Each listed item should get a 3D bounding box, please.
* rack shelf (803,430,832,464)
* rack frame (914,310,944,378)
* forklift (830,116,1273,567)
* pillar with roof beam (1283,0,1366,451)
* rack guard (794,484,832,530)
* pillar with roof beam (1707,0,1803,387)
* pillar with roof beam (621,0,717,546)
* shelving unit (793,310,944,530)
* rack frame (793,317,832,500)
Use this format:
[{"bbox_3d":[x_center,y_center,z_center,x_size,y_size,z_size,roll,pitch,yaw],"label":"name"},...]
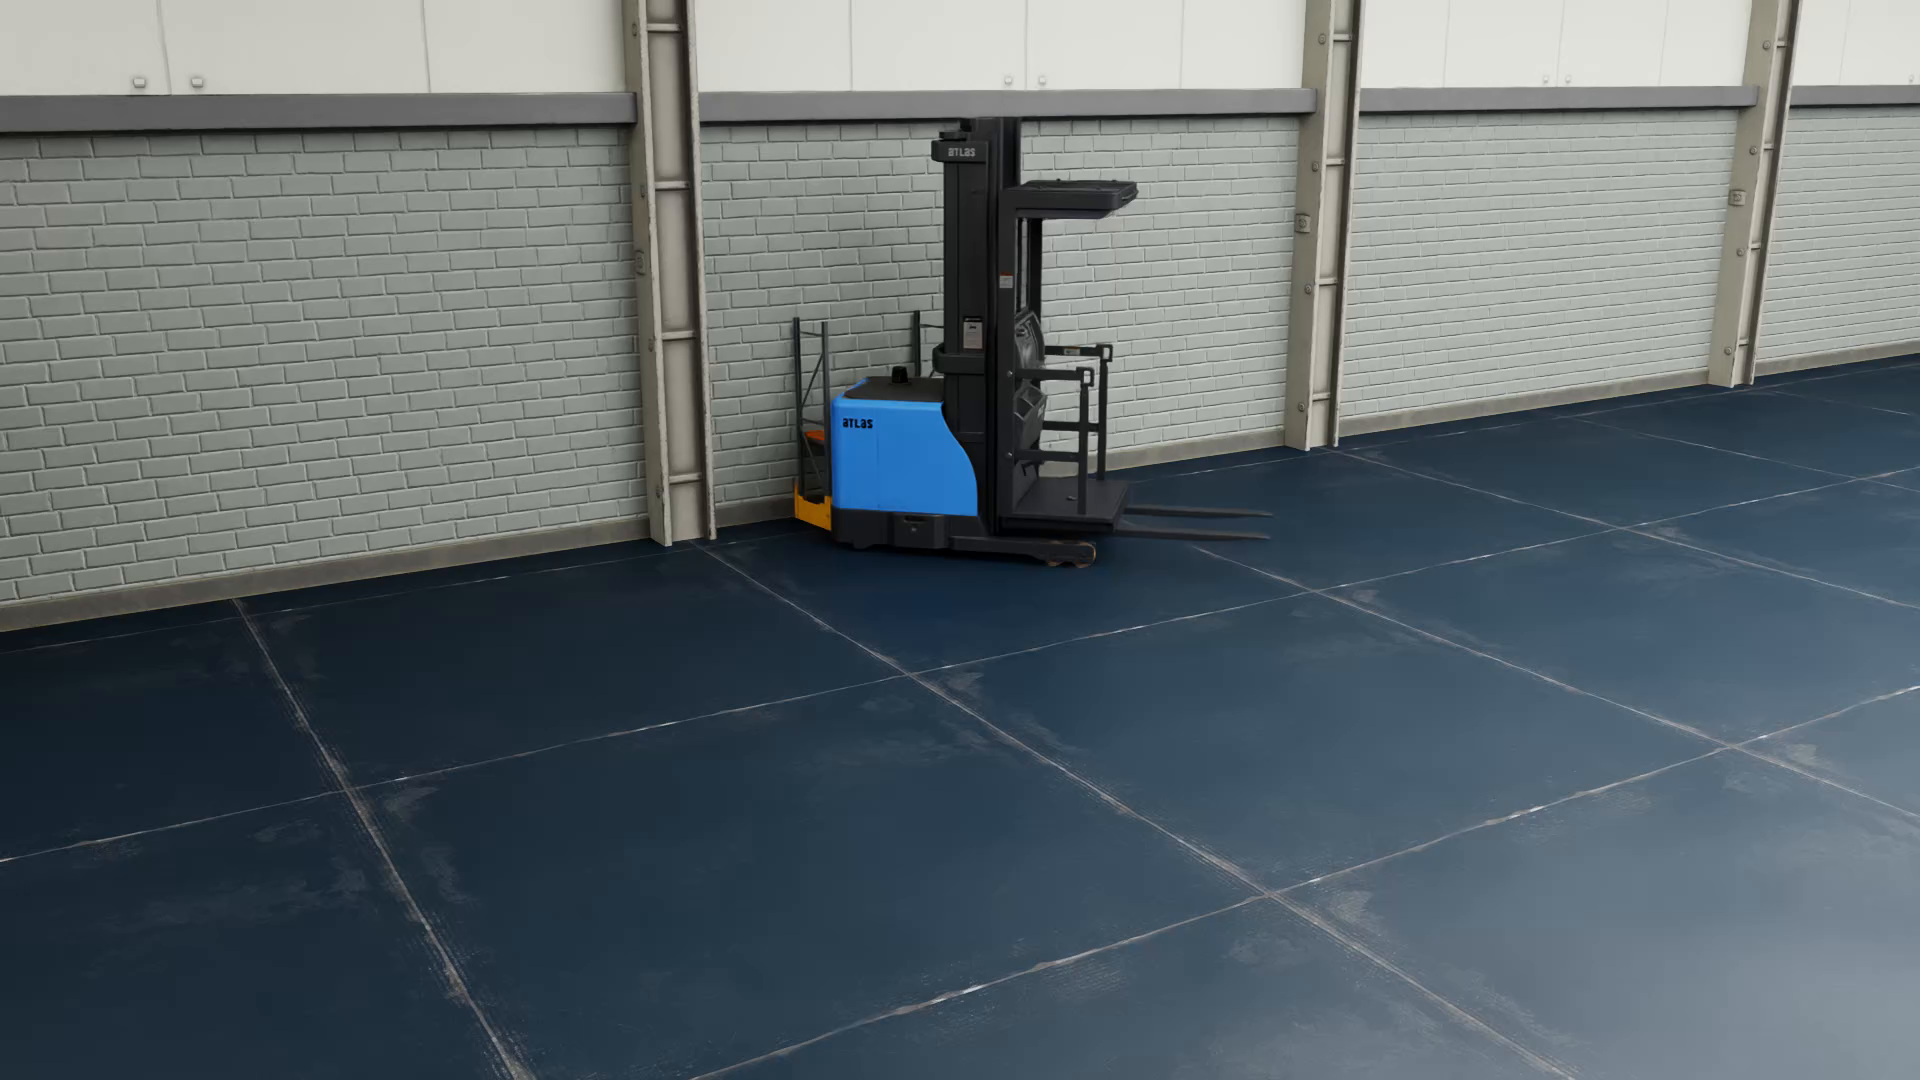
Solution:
[{"bbox_3d":[-0.634,-0.742,12.427,1.000,0.185,0.538,-8,14,-30],"label":"rack shelf"},{"bbox_3d":[-0.202,-0.978,12.647,0.032,1.500,0.500,-8,14,-30],"label":"rack frame"},{"bbox_3d":[0.666,-1.384,11.415,3.031,2.935,1.130,3,16,12],"label":"forklift"},{"bbox_3d":[5.365,-4.189,10.181,0.400,9.000,9.100,-9,18,-30],"label":"pillar with roof beam"},{"bbox_3d":[-1.062,-0.246,12.265,0.087,0.250,0.587,-8,14,-30],"label":"rack guard"},{"bbox_3d":[10.508,-5.023,13.157,0.400,9.000,9.100,-9,18,-30],"label":"pillar with roof beam"},{"bbox_3d":[0.222,-3.355,7.206,0.400,9.000,9.100,-9,18,-30],"label":"pillar with roof beam"},{"bbox_3d":[-0.644,-0.916,12.385,1.083,1.500,0.587,-8,14,-30],"label":"shelving unit"},{"bbox_3d":[-1.070,-0.857,12.132,0.032,1.500,0.500,-8,14,-30],"label":"rack frame"}]
